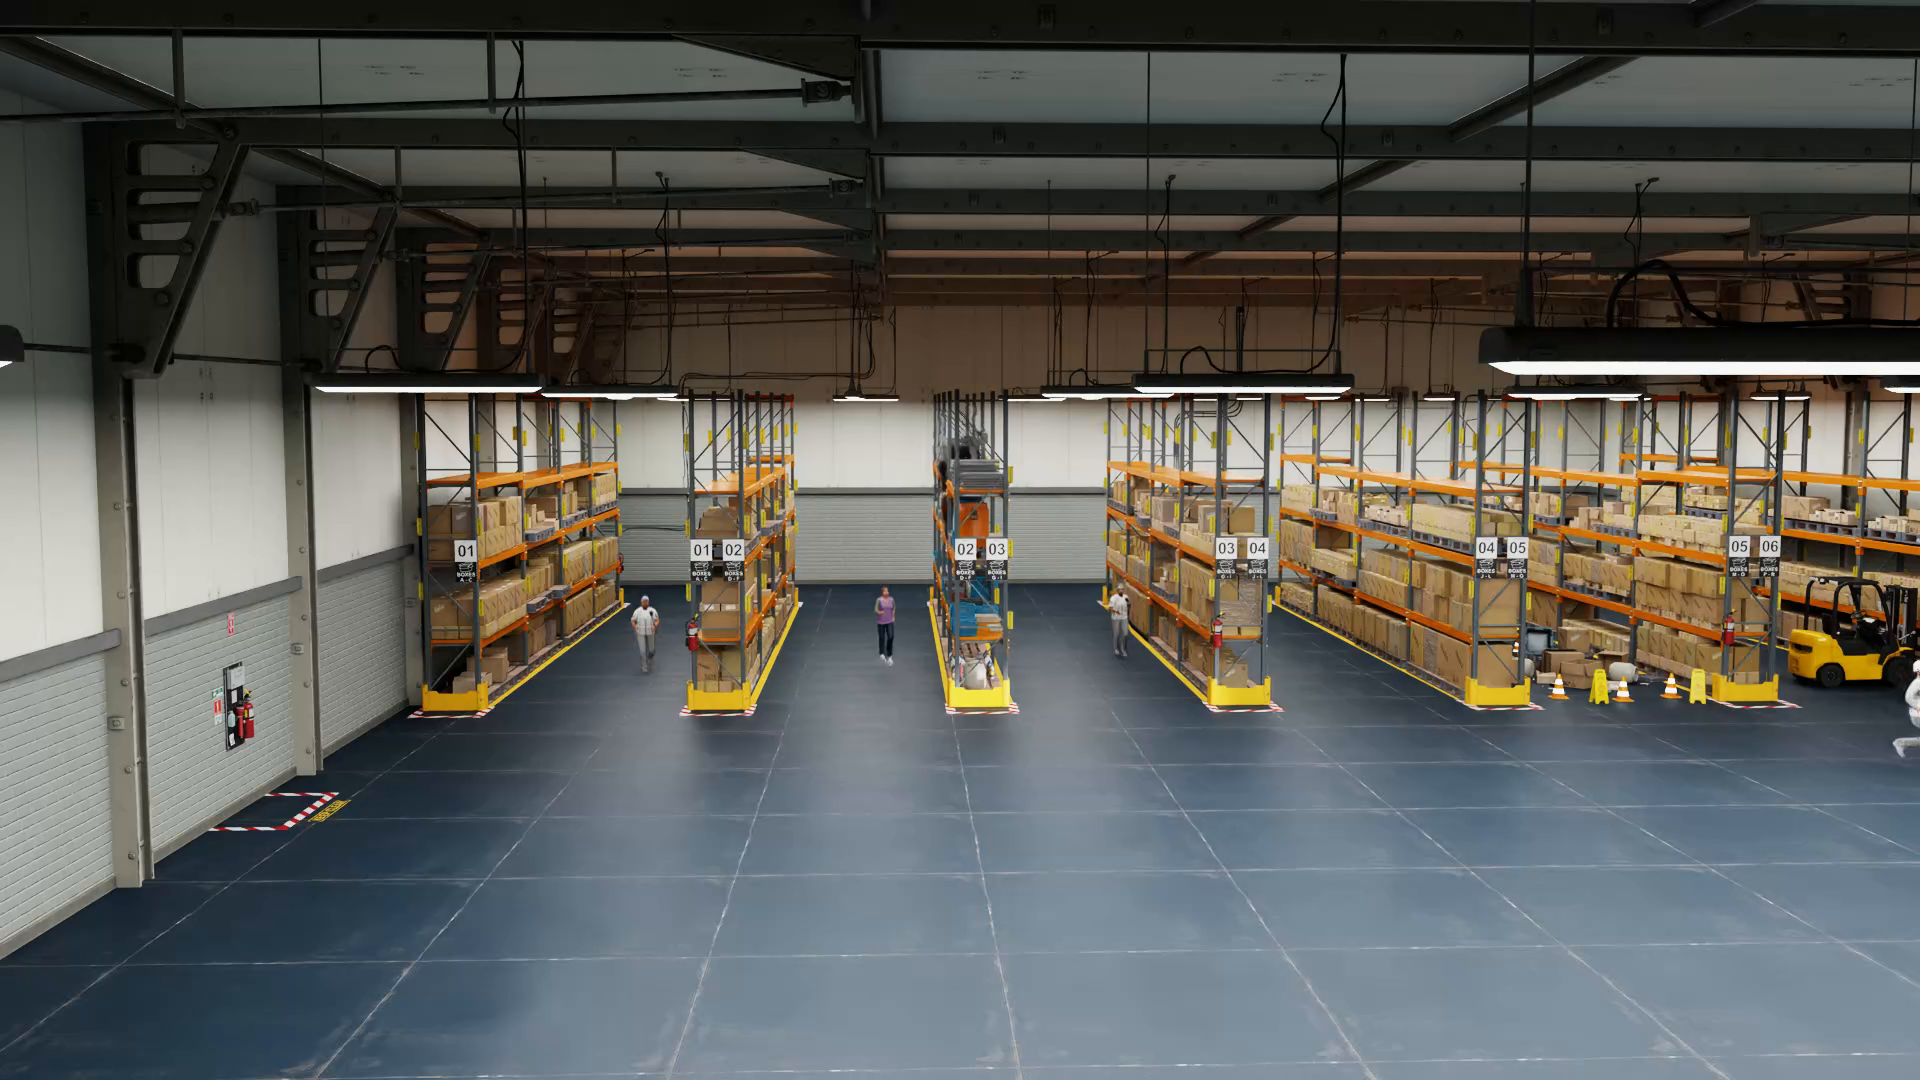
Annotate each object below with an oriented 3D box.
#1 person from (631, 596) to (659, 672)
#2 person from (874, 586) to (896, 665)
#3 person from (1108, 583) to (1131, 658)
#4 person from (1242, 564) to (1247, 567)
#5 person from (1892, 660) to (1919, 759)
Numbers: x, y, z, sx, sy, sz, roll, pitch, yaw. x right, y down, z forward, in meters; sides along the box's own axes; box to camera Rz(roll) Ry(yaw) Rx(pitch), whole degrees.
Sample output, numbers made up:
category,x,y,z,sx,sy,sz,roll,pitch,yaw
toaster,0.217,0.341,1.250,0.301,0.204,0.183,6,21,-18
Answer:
category,x,y,z,sx,sy,sz,roll,pitch,yaw
person,-6.745,2.017,35.638,0.605,1.602,0.579,-1,5,-13
person,-1.566,1.804,35.064,0.490,1.665,0.699,-1,5,-11
person,3.632,1.824,37.682,0.572,1.725,0.697,-1,5,-6
person,7.931,1.117,46.066,0.643,1.707,0.598,0,5,-3
person,14.996,2.747,26.001,0.748,1.751,0.660,4,6,42
